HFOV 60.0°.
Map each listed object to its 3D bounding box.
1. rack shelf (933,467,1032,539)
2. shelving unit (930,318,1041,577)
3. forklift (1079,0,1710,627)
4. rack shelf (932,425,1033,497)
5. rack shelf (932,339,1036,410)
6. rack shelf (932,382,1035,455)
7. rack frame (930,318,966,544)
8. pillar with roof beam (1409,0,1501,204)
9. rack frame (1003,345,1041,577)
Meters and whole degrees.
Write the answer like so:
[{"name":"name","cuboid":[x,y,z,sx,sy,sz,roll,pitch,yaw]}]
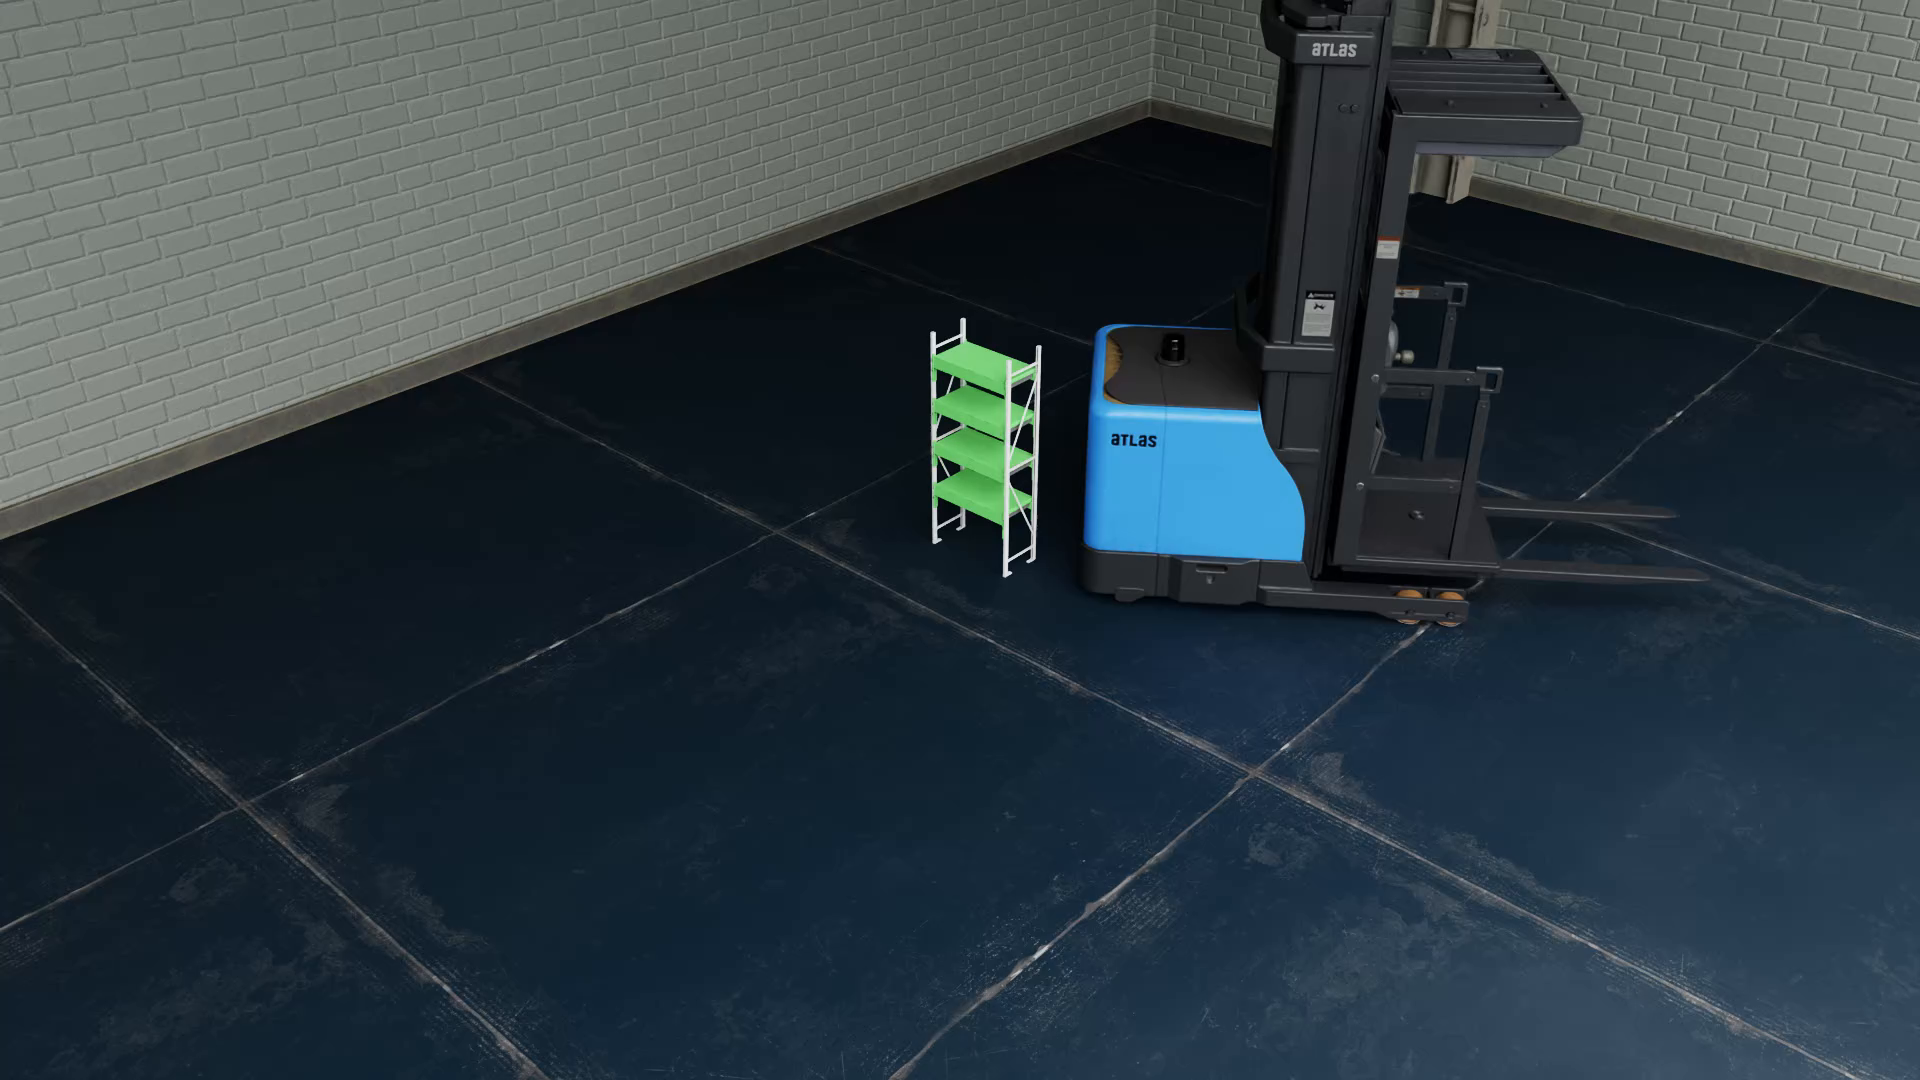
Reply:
[{"name":"rack shelf","cuboid":[0.123,-0.196,8.502,0.480,0.148,0.258,25,39,35]},{"name":"shelving unit","cuboid":[0.123,-0.457,8.345,0.503,1.200,0.258,25,39,35]},{"name":"forklift","cuboid":[2.141,-1.126,7.778,3.031,2.935,1.130,3,31,5]},{"name":"rack shelf","cuboid":[0.123,-0.402,8.378,0.480,0.148,0.258,25,39,35]},{"name":"rack shelf","cuboid":[0.123,-0.813,8.131,0.480,0.148,0.258,25,39,35]},{"name":"rack shelf","cuboid":[0.123,-0.608,8.255,0.480,0.148,0.258,25,39,35]},{"name":"rack frame","cuboid":[-0.058,-0.541,8.486,0.015,1.200,0.240,25,39,35]},{"name":"pillar with roof beam","cuboid":[0.959,-4.997,8.326,0.400,9.000,9.100,25,39,35]},{"name":"rack frame","cuboid":[0.304,-0.372,8.205,0.015,1.200,0.240,25,39,35]}]
